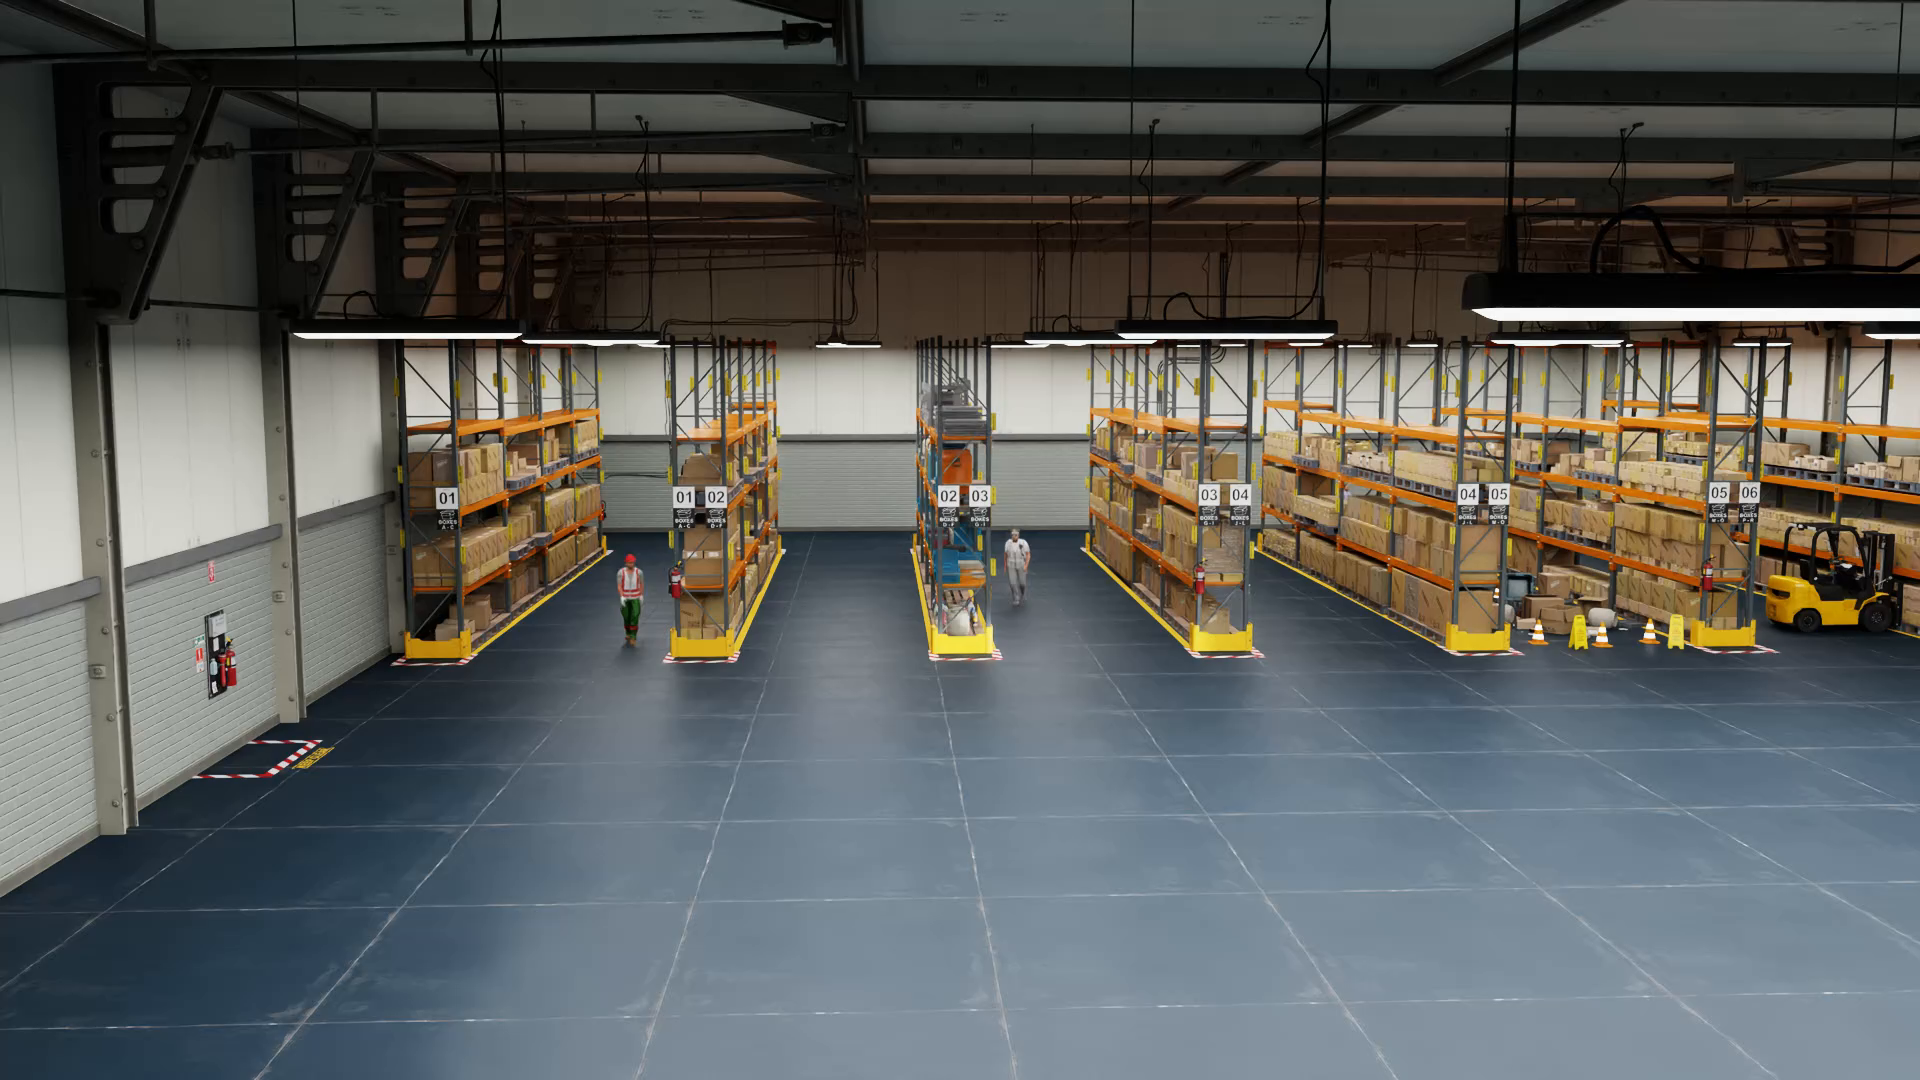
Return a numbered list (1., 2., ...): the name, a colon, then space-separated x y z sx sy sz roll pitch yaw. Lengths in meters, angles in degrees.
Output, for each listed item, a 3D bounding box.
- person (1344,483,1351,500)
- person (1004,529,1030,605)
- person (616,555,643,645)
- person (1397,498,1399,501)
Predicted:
1. person: 11.975 -0.979 51.850 0.505 1.628 0.755 -5 8 -35
2. person: 1.306 0.583 37.721 0.598 1.745 0.637 1 7 10
3. person: -6.461 1.149 32.593 0.522 1.735 0.962 -1 7 -13
4. person: 12.275 -0.423 46.864 0.447 1.641 0.968 -6 9 -44
